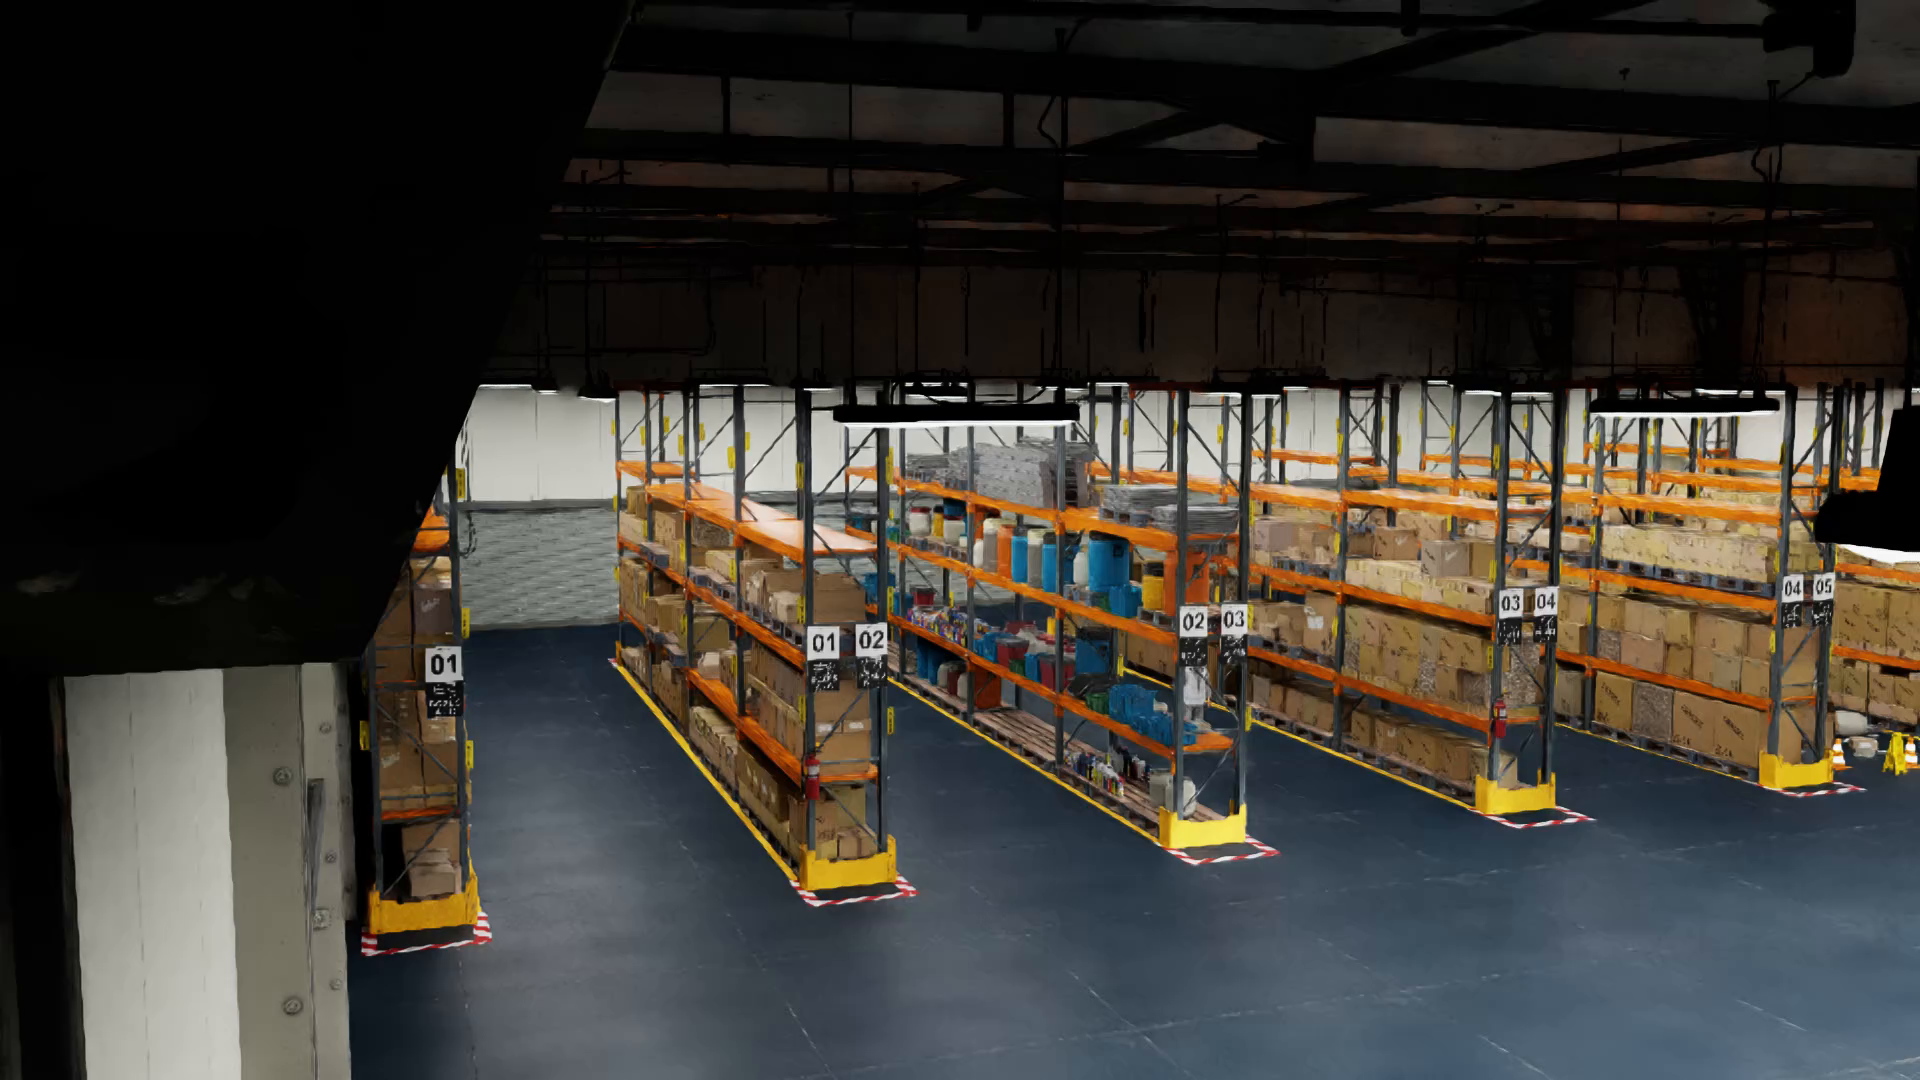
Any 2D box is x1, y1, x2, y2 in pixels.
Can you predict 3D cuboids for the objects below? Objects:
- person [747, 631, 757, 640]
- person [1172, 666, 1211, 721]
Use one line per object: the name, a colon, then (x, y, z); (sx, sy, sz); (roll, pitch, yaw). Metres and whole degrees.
person: (-4.596, 1.611, 37.213); (0.576, 1.550, 0.771); (2, 6, 17)
person: (3.775, 2.626, 27.025); (0.677, 1.726, 0.574); (-2, 6, -21)
